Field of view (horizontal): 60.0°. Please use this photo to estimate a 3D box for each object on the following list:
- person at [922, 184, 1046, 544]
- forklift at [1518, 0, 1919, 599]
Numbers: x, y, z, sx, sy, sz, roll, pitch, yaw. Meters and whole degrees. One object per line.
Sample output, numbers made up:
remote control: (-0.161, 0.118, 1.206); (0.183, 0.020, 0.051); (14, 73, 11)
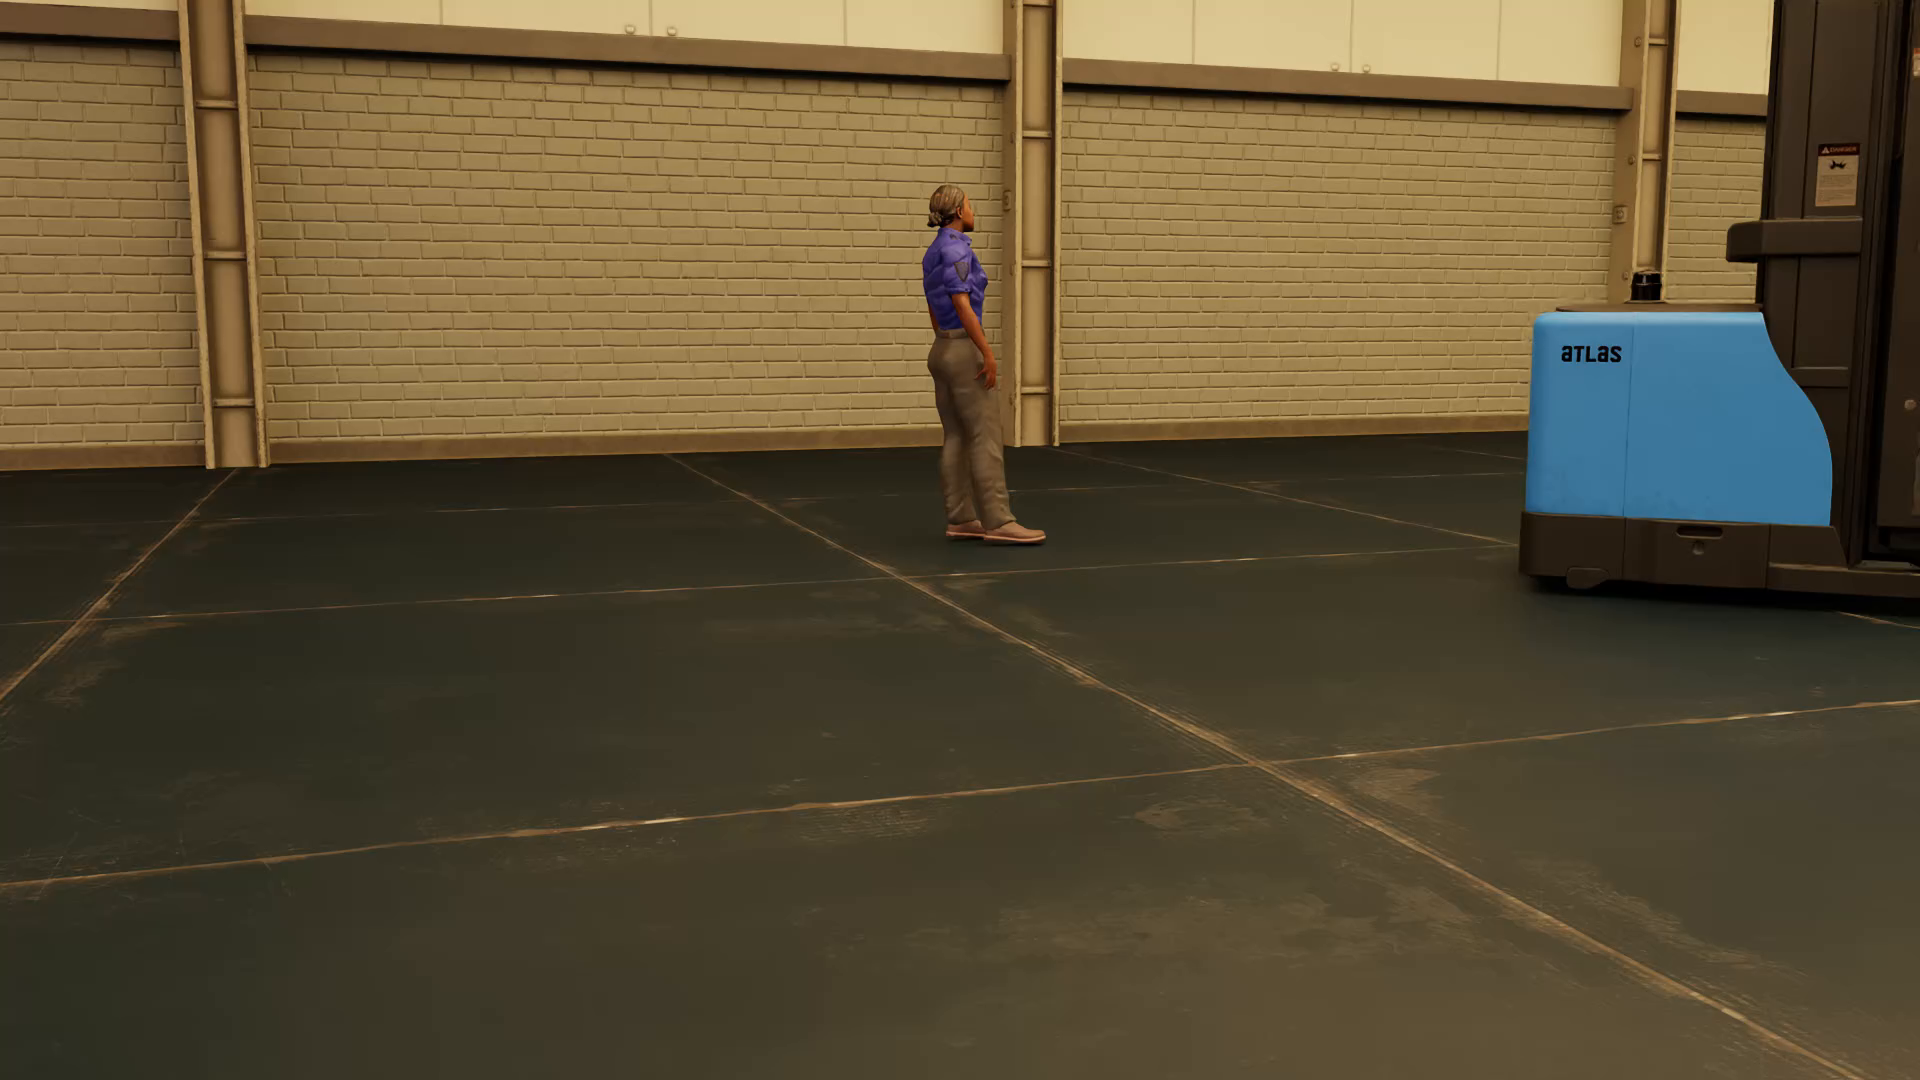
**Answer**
person: (0.089, -0.828, 7.821); (0.503, 1.656, 0.570); (-3, 8, -18)
forklift: (3.744, -1.233, 6.111); (3.031, 2.935, 1.130); (3, 8, 23)
